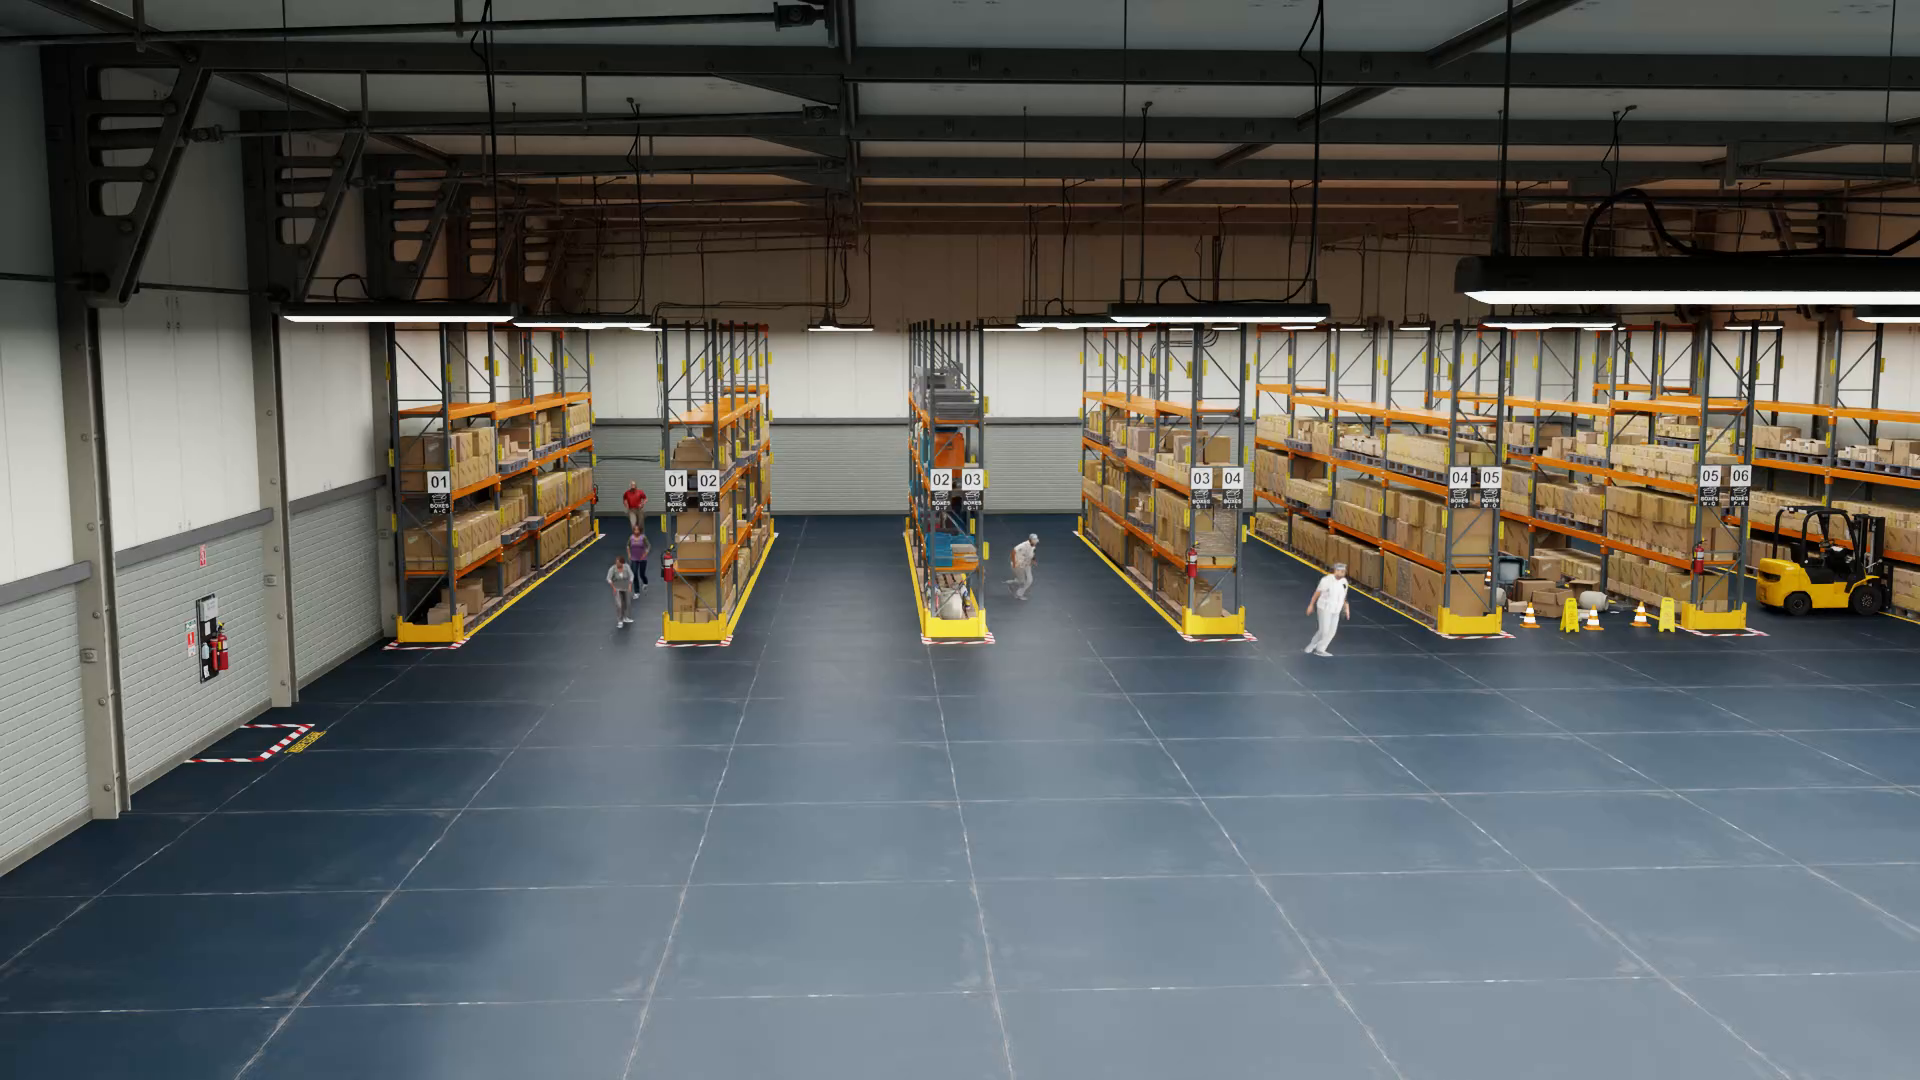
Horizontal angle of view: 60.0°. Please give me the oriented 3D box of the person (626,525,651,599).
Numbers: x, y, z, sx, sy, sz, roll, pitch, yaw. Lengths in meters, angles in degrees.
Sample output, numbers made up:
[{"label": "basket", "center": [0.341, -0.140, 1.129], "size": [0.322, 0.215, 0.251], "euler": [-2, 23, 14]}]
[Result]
[{"label": "person", "center": [-7.036, 0.451, 36.420], "size": [0.559, 1.604, 0.800], "euler": [0, 7, 2]}]

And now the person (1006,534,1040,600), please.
[{"label": "person", "center": [1.346, 0.578, 35.920], "size": [0.932, 1.472, 0.623], "euler": [7, 10, 44]}]

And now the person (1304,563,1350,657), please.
[{"label": "person", "center": [6.539, 1.240, 29.551], "size": [0.708, 1.708, 0.590], "euler": [-4, 8, -29]}]

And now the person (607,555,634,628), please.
[{"label": "person", "center": [-6.648, 0.987, 32.645], "size": [0.588, 1.464, 0.779], "euler": [-4, 8, -29]}]

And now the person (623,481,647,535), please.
[{"label": "person", "center": [-8.927, -0.753, 45.691], "size": [0.669, 1.732, 0.829], "euler": [-1, 7, -10]}]
